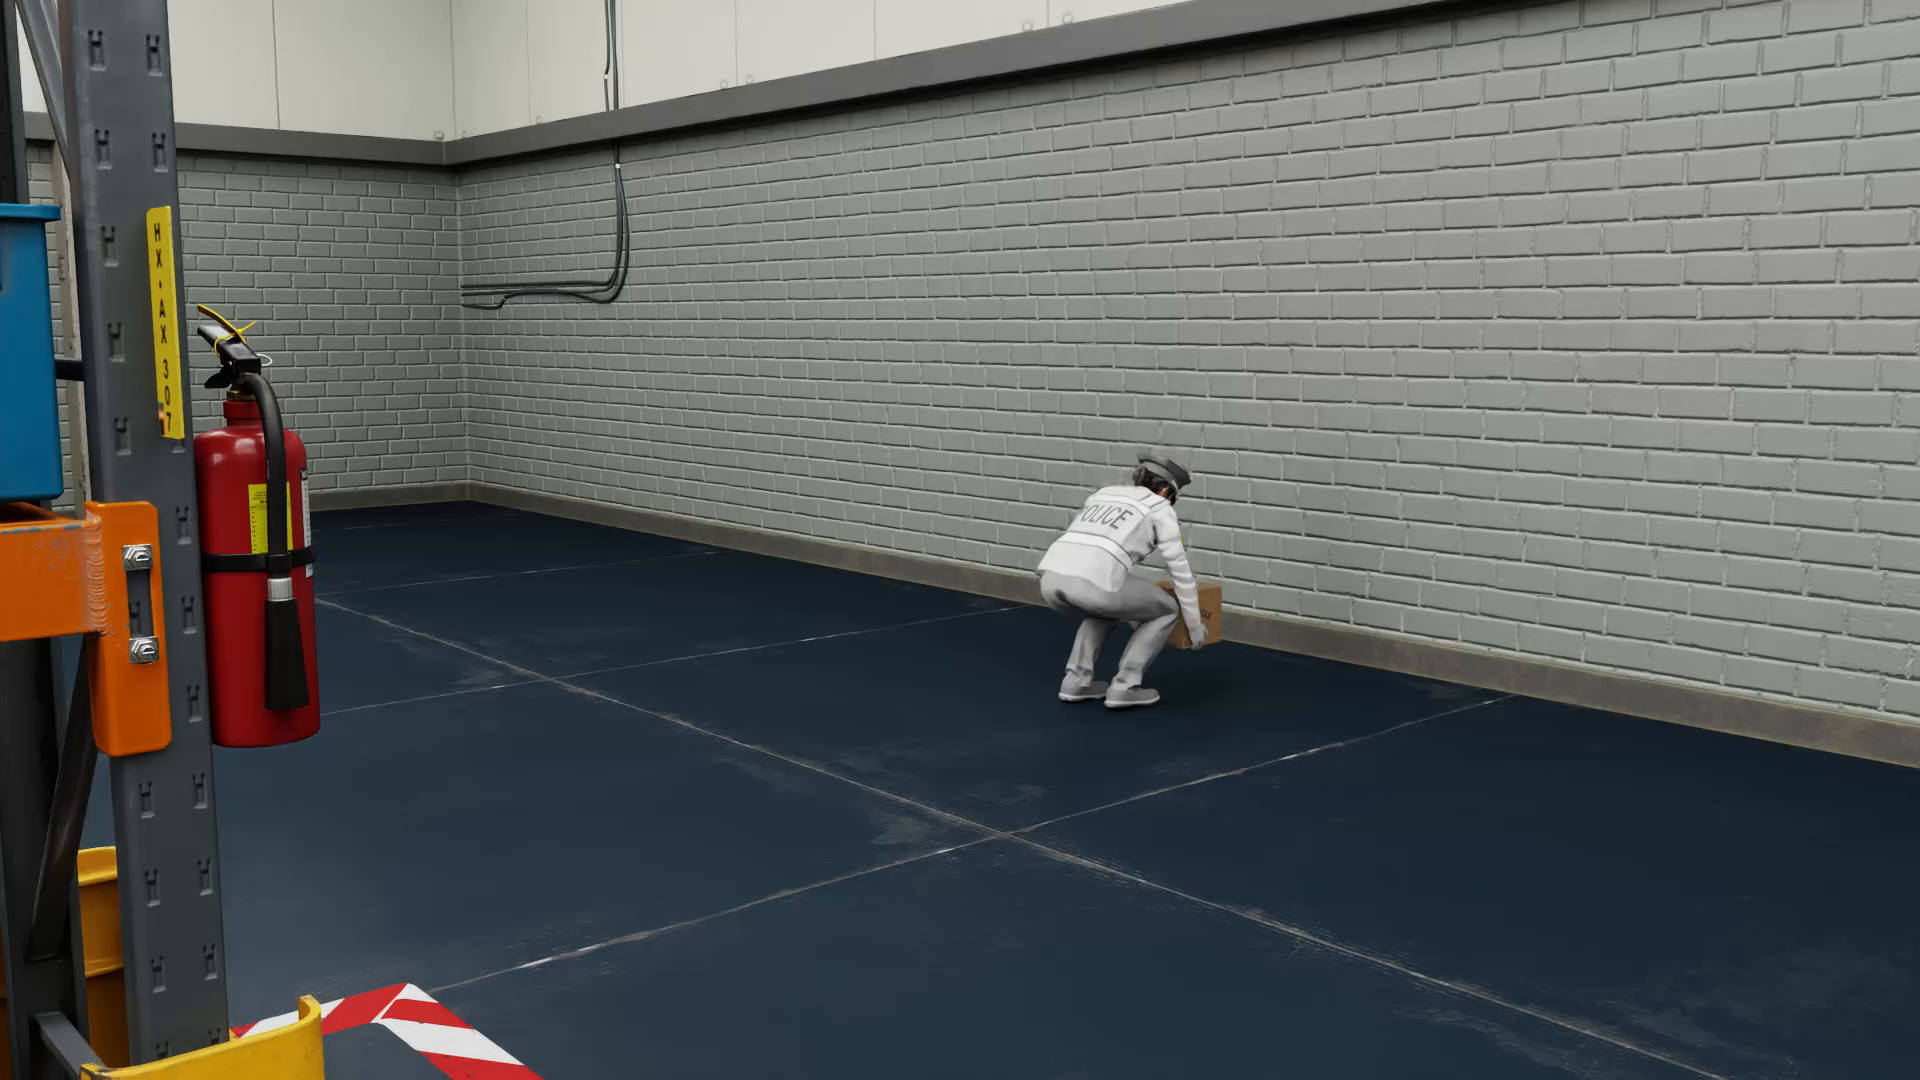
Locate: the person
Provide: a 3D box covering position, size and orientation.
[{"bbox_3d":[0.668,0.160,6.995,0.819,1.036,0.497,-7,10,-41],"label":"person"}]
